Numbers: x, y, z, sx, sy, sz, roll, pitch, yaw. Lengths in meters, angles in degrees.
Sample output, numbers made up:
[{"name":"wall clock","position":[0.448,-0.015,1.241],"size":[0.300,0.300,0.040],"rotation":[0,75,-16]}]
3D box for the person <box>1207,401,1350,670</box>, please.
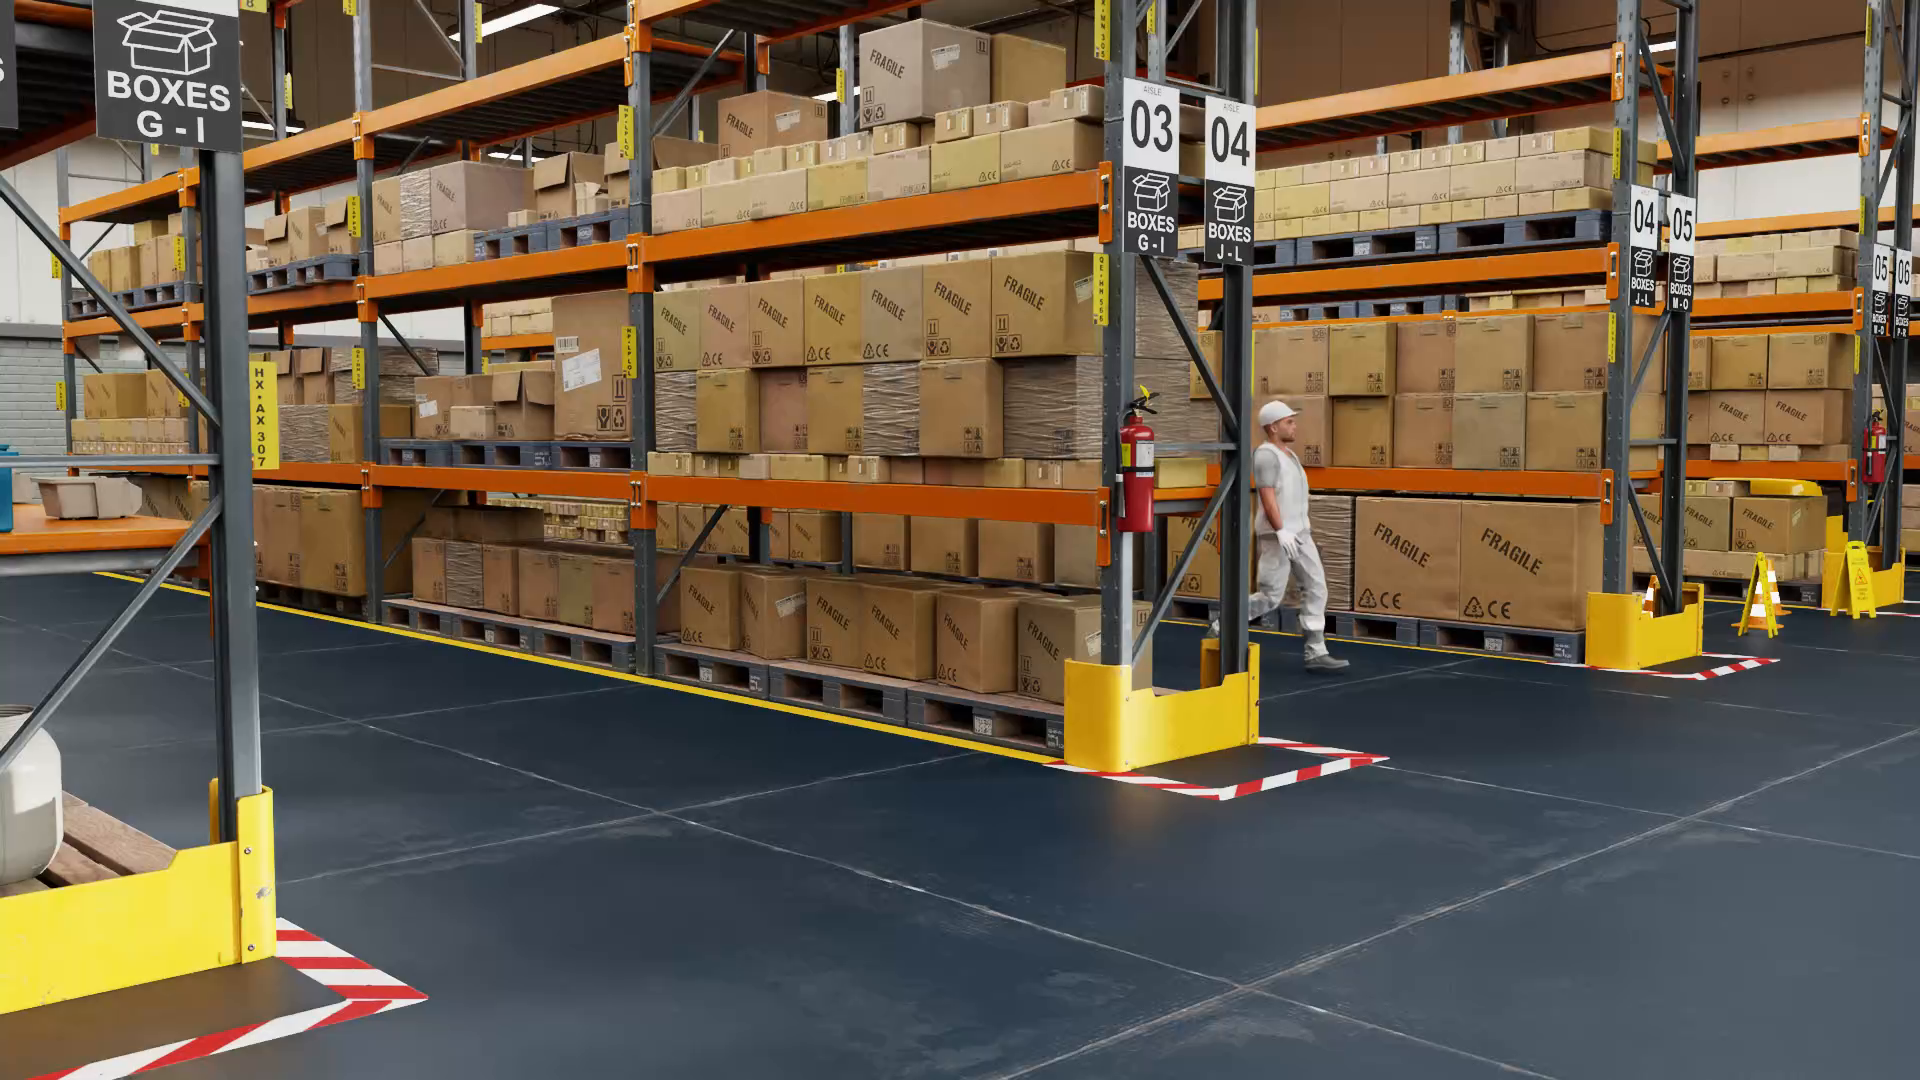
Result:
[{"name":"person","position":[2.087,-0.028,10.886],"size":[0.930,1.756,0.535],"rotation":[3,5,35]}]
